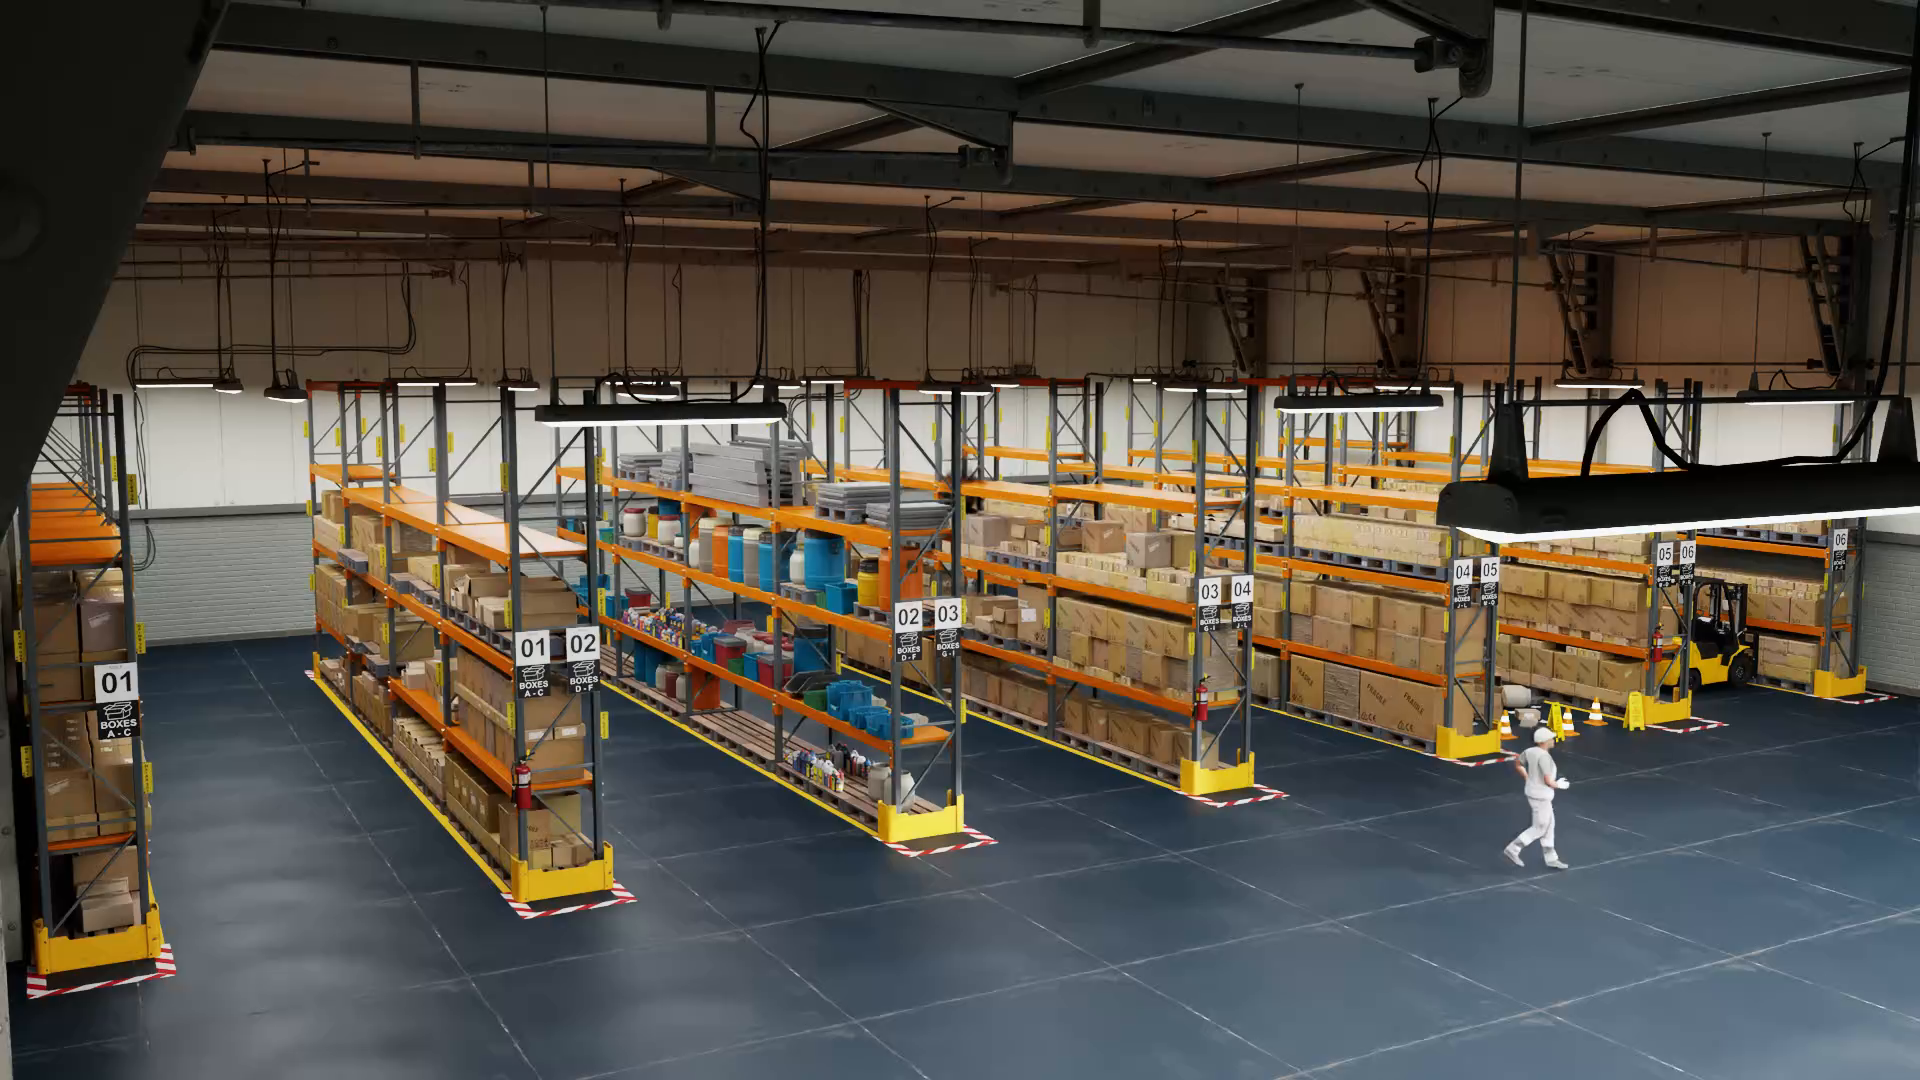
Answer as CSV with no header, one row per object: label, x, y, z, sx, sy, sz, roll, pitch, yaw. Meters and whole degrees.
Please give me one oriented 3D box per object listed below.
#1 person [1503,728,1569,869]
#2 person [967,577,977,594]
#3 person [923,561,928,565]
person,7.214,3.232,20.773,0.872,1.801,0.685,0,6,-1
person,0.357,1.067,42.277,0.782,1.603,0.692,0,6,-1
person,-0.956,1.264,40.680,0.591,1.514,0.595,2,6,17
